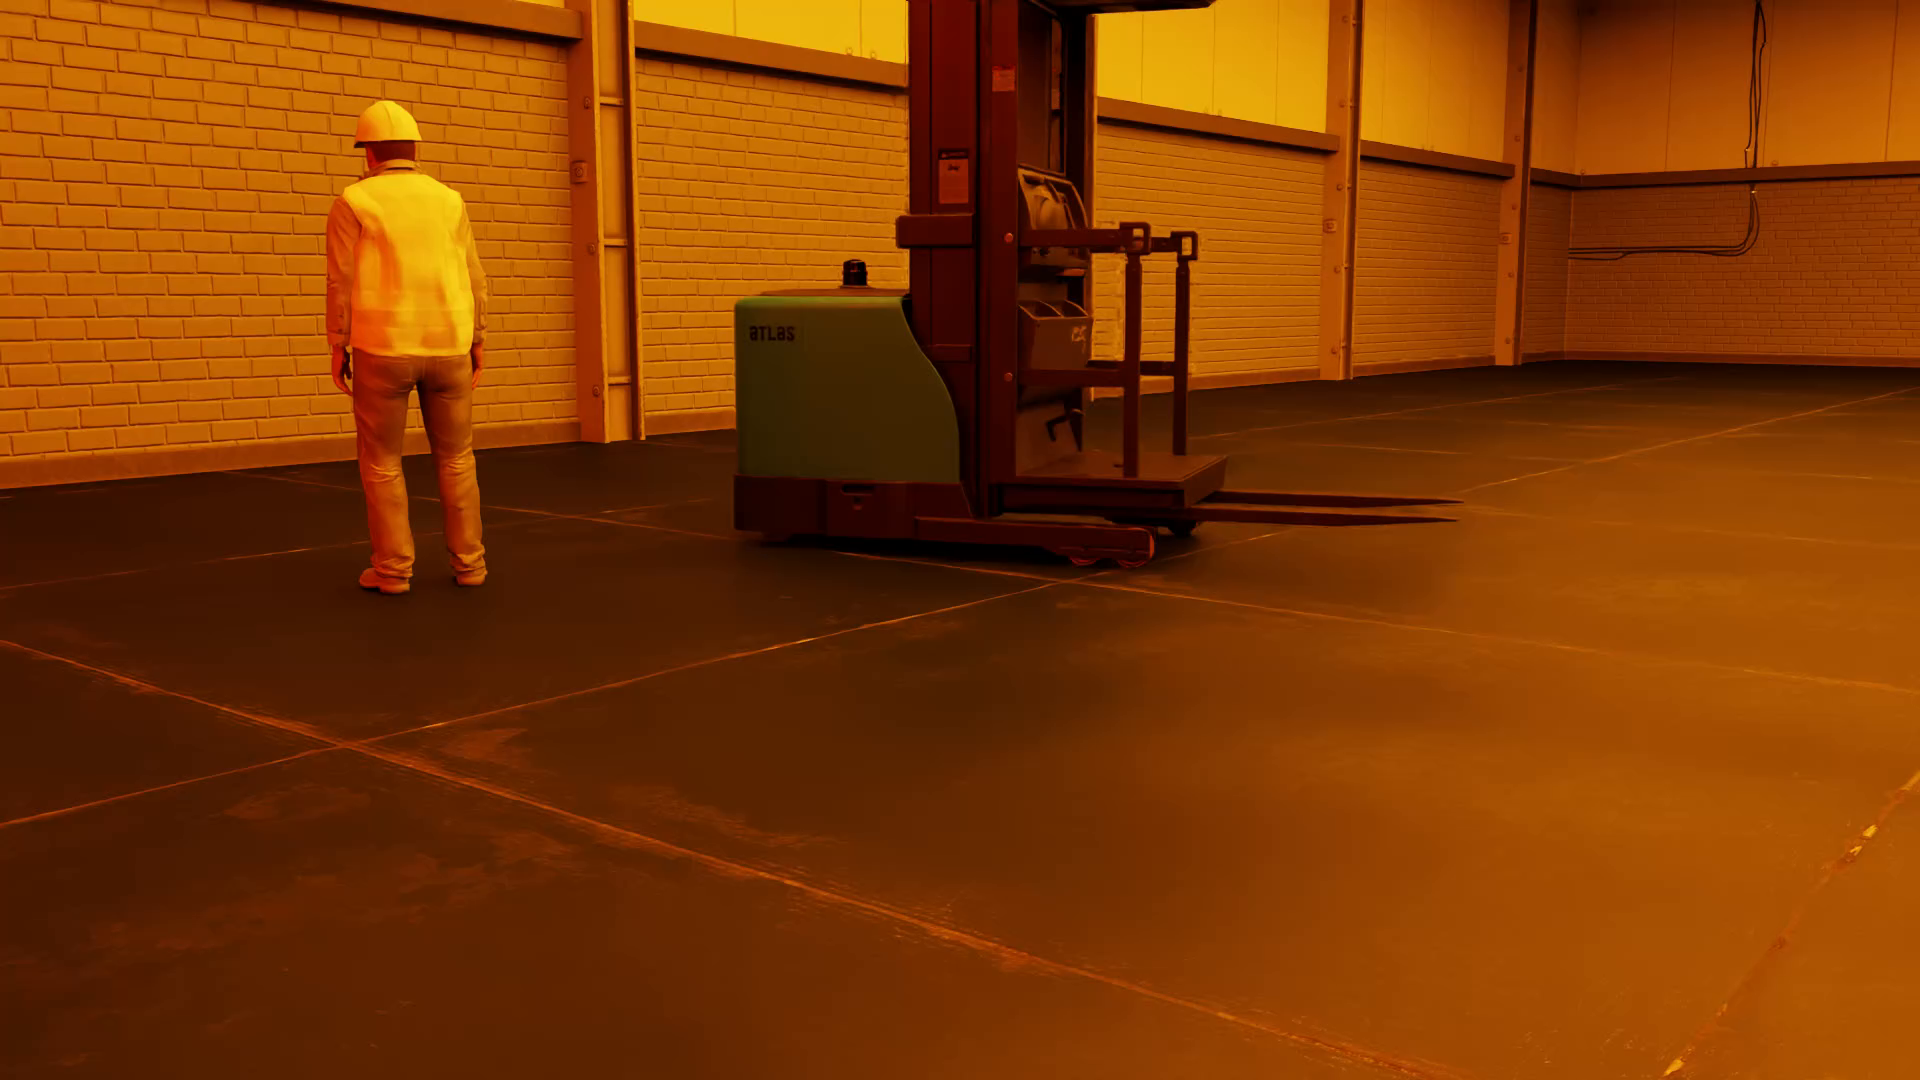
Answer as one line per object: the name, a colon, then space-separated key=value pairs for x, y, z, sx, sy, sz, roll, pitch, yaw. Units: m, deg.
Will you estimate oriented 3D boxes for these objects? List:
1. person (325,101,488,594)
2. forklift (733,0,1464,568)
person: x=-2.019 y=-0.701 z=6.086 sx=0.580 sy=1.769 sz=0.467 roll=-6 pitch=10 yaw=-34
forklift: x=0.587 y=-1.423 z=7.010 sx=3.031 sy=2.935 sz=1.130 roll=3 pitch=9 yaw=19
